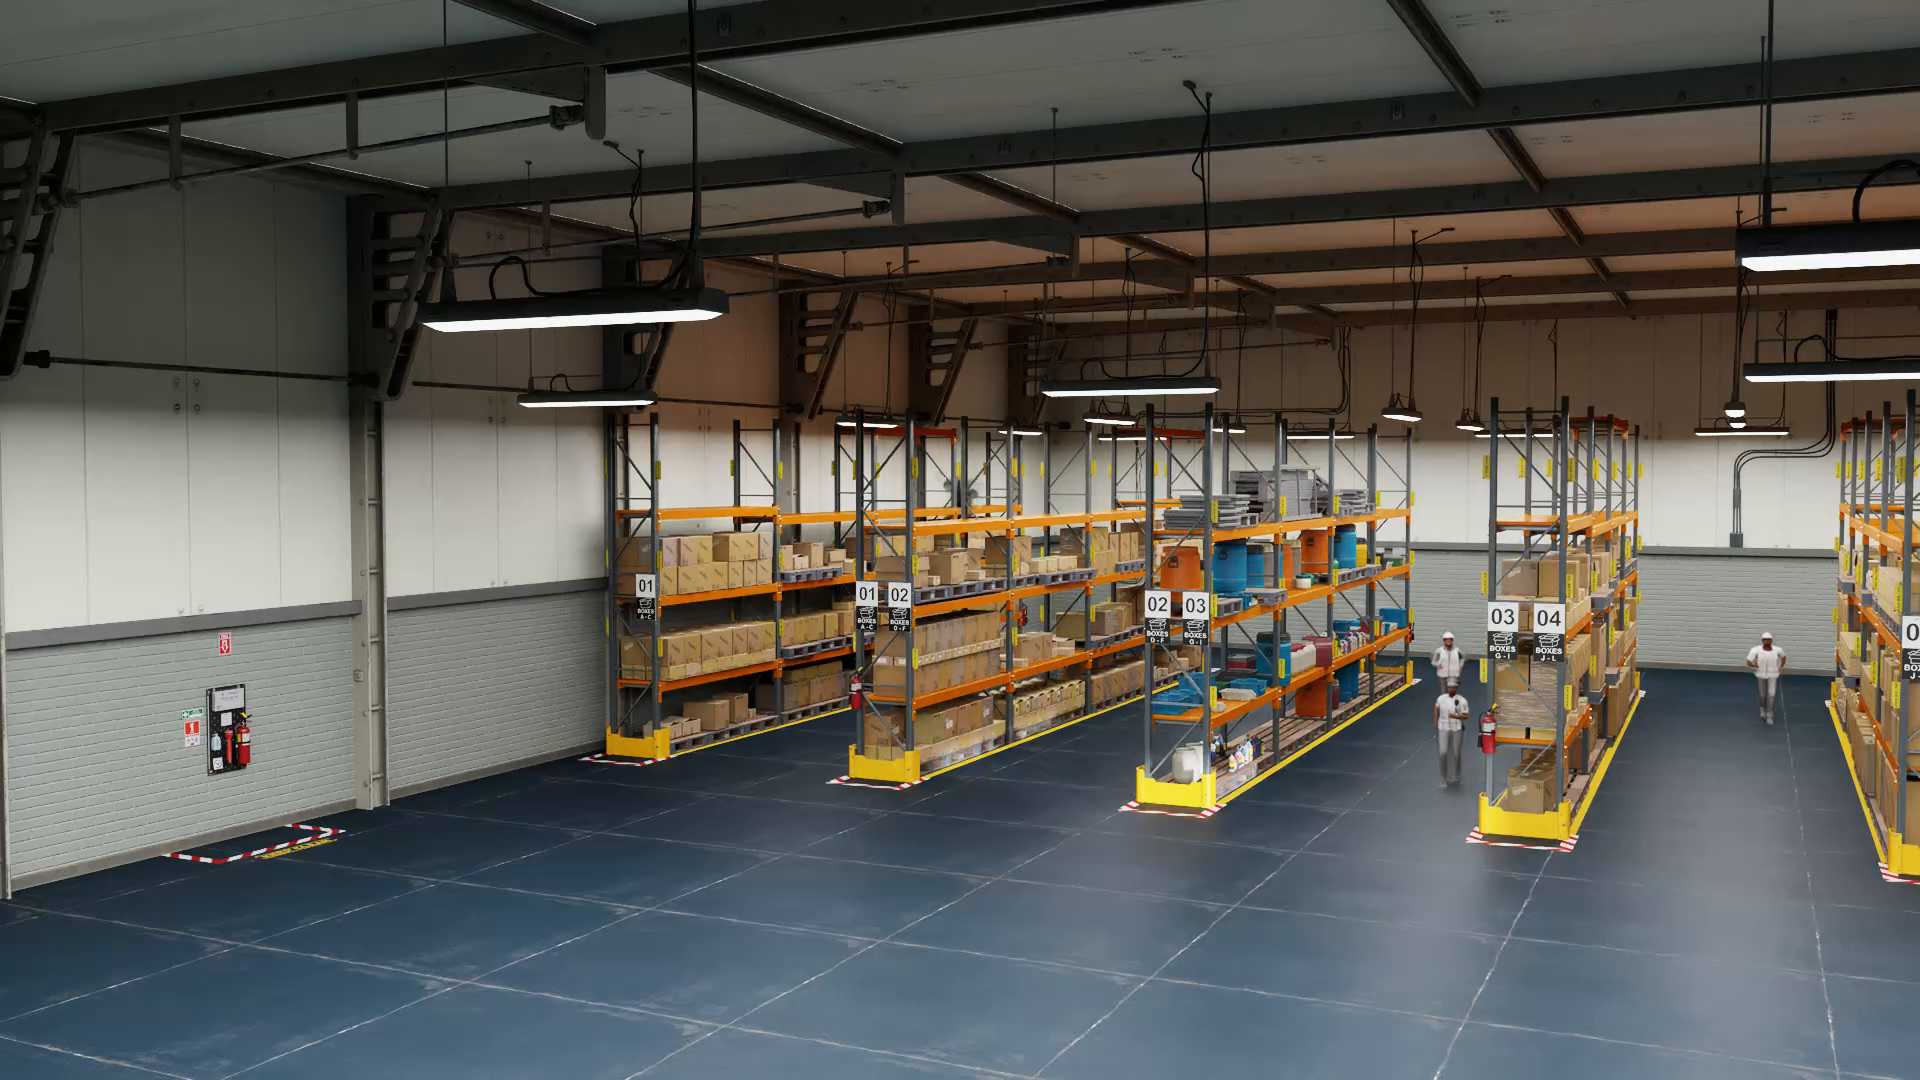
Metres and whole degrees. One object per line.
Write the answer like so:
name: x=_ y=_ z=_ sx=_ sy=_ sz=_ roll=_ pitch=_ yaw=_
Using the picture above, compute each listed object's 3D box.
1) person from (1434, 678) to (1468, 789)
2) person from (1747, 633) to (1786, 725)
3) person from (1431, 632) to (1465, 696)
person: x=7.768 y=3.052 z=26.325 sx=0.544 sy=1.756 sz=0.756 roll=1 pitch=3 yaw=21
person: x=15.939 y=2.711 z=32.885 sx=0.701 sy=1.768 sz=0.986 roll=1 pitch=3 yaw=26
person: x=9.723 y=2.721 z=33.105 sx=0.661 sy=1.770 sz=0.935 roll=1 pitch=2 yaw=13
